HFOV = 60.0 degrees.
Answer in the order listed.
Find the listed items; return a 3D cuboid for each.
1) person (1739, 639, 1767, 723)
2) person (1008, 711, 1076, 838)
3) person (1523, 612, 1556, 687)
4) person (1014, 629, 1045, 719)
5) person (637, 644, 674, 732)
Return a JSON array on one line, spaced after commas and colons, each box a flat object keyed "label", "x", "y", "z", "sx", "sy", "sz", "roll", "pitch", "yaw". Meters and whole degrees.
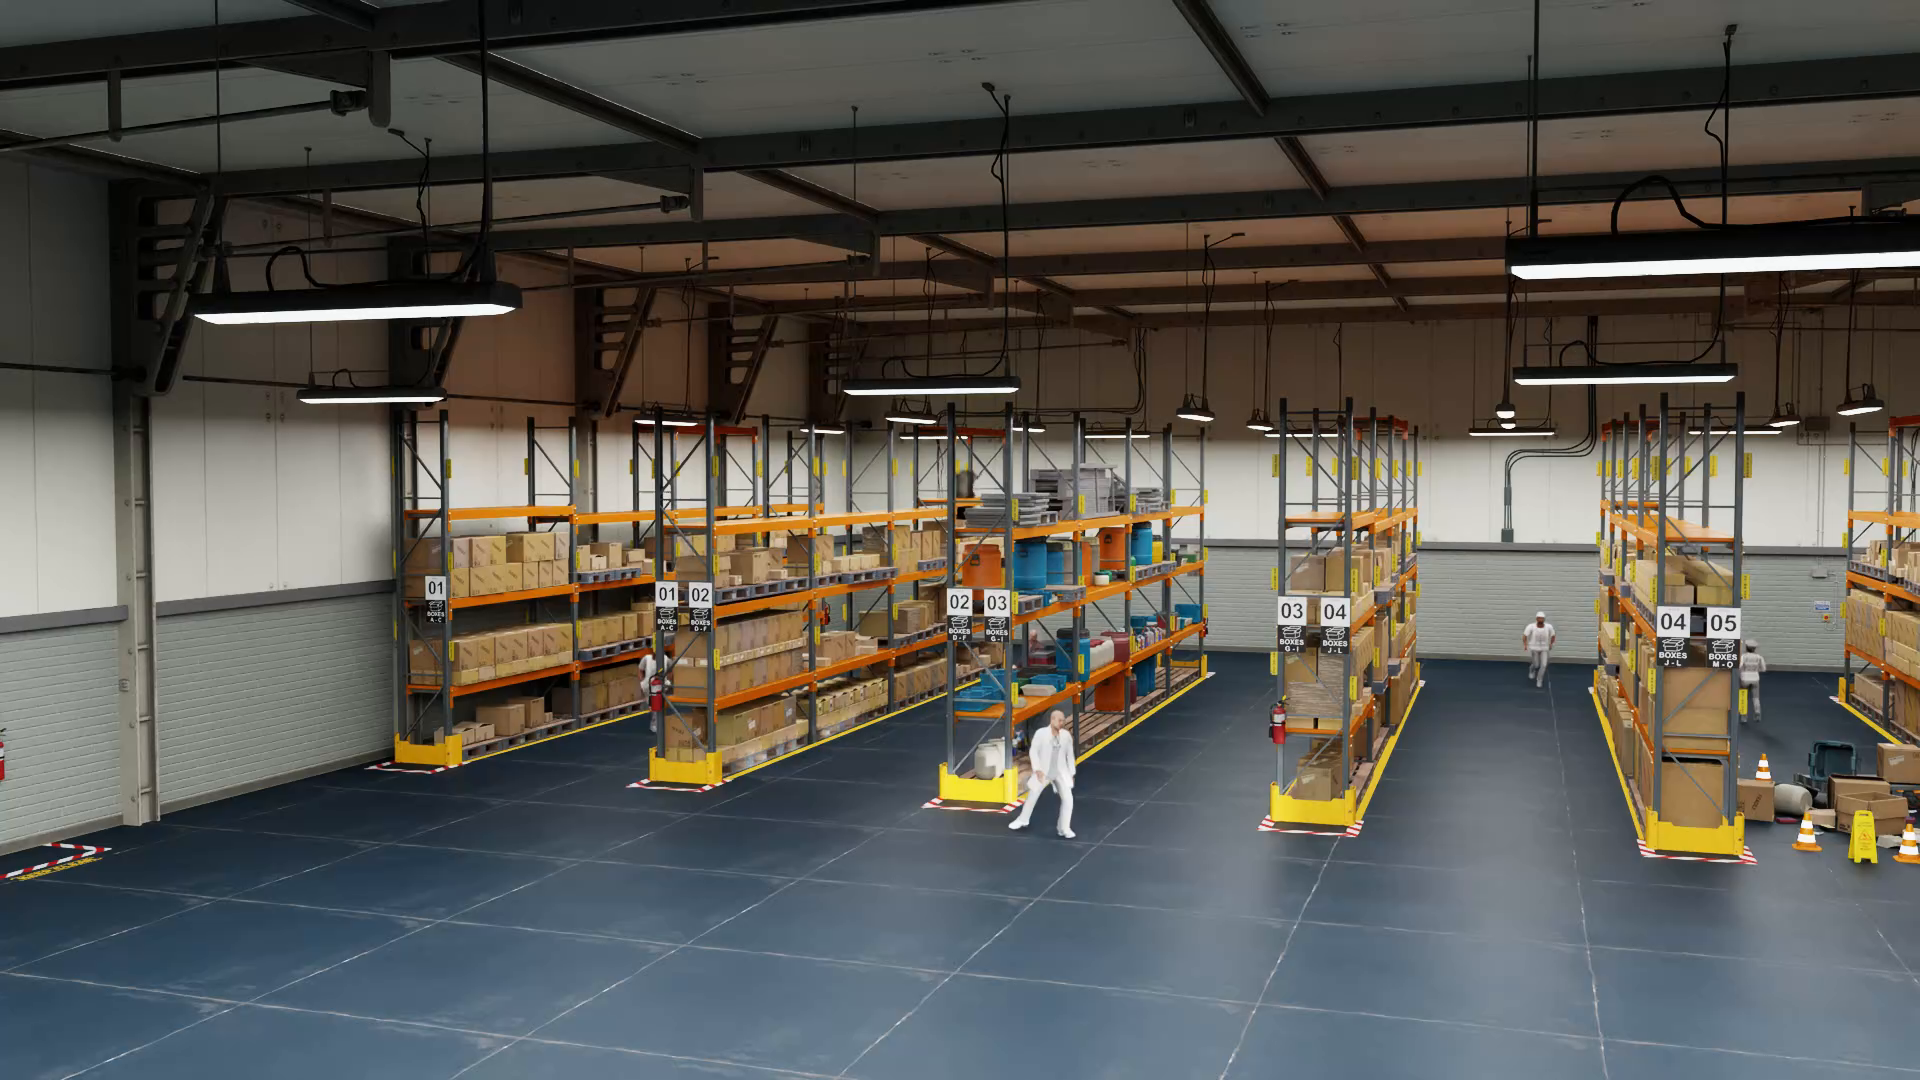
[{"label": "person", "x": 15.402, "y": 2.765, "z": 32.427, "sx": 0.609, "sy": 1.666, "sz": 0.870, "roll": 1, "pitch": 3, "yaw": 13}, {"label": "person", "x": 1.134, "y": 3.167, "z": 22.706, "sx": 0.907, "sy": 1.715, "sz": 0.789, "roll": 0, "pitch": 2, "yaw": -6}, {"label": "person", "x": 13.375, "y": 2.514, "z": 38.386, "sx": 0.717, "sy": 1.717, "sz": 0.643, "roll": 0, "pitch": 2, "yaw": 6}, {"label": "person", "x": 1.449, "y": 2.686, "z": 33.649, "sx": 0.821, "sy": 1.774, "sz": 0.767, "roll": -2, "pitch": 3, "yaw": -37}, {"label": "person", "x": -5.805, "y": 2.787, "z": 31.720, "sx": 0.681, "sy": 1.722, "sz": 0.587, "roll": 0, "pitch": 2, "yaw": -9}]
